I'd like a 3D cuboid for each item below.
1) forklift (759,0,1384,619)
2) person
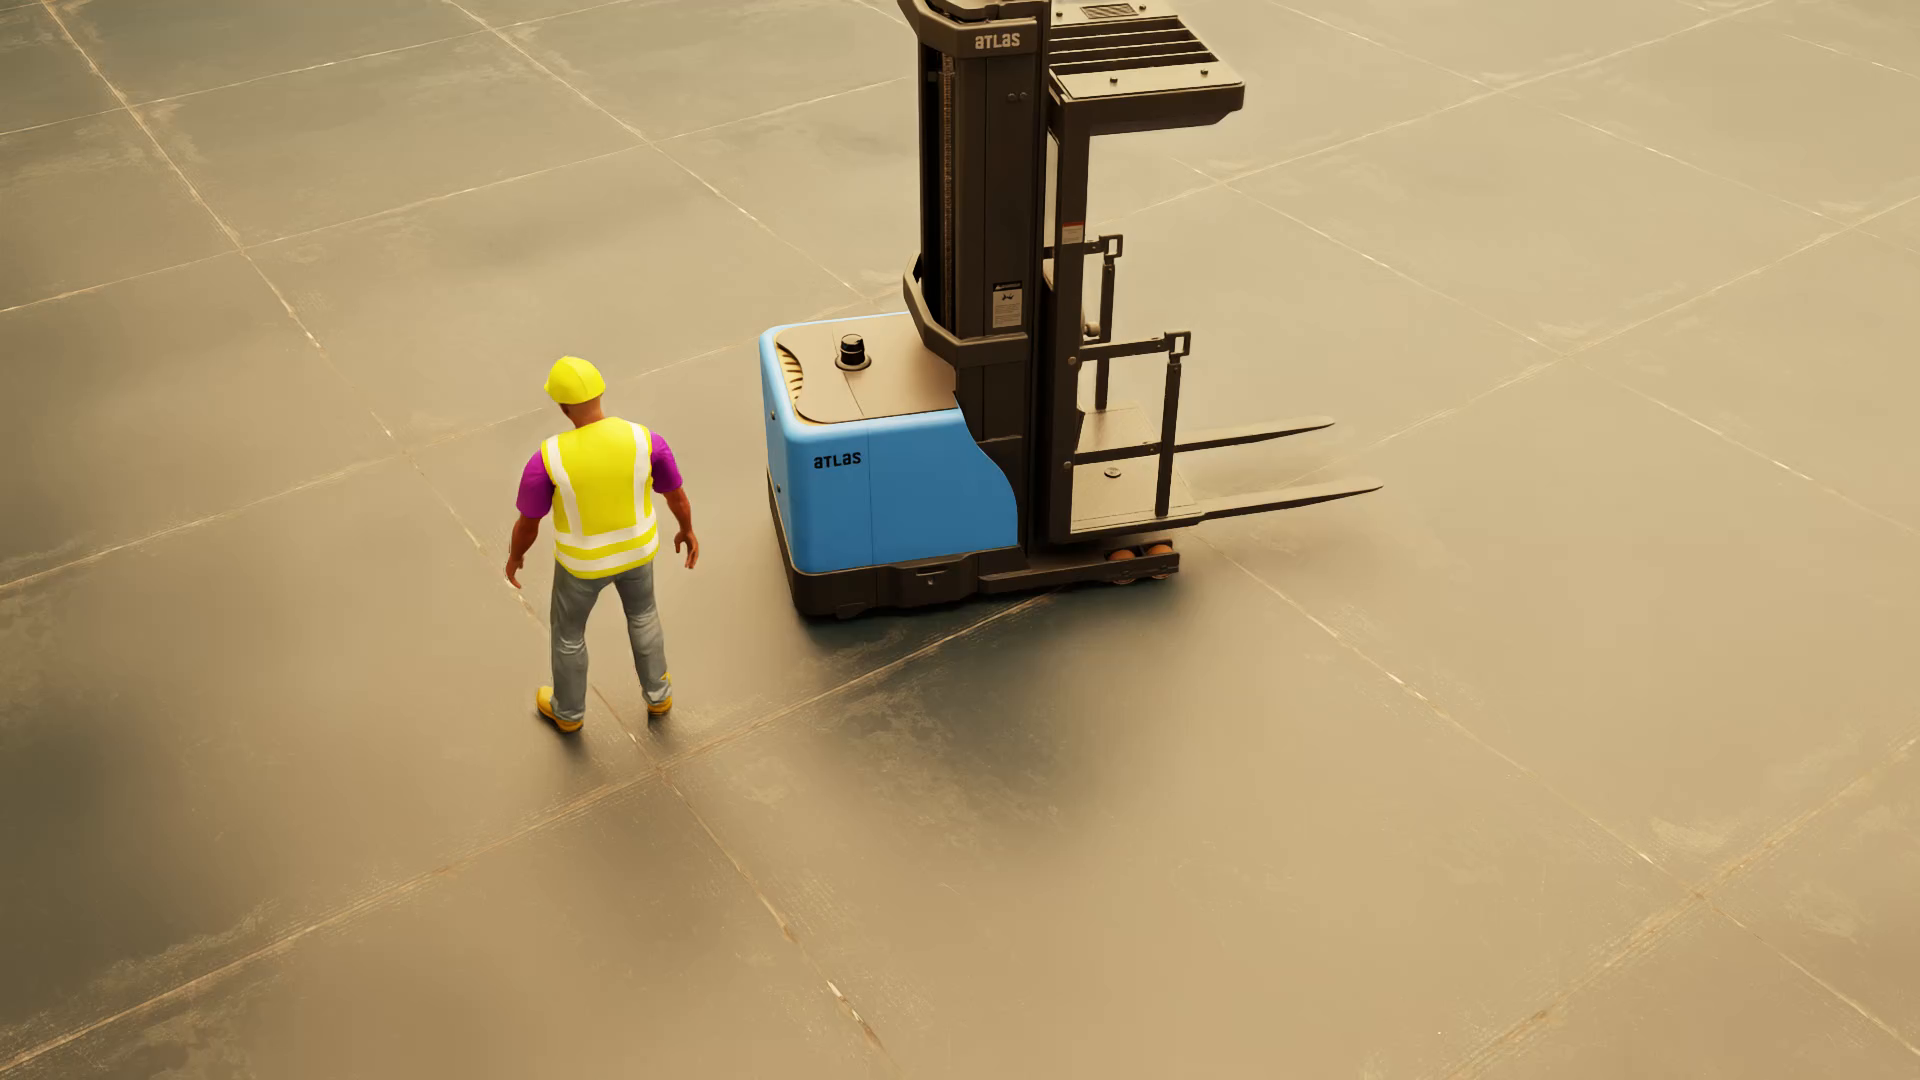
[{"bbox_3d":[0.594,-1.261,7.650,3.031,2.935,1.130,-8,37,-11],"label":"forklift"},{"bbox_3d":[-1.492,0.016,6.920,0.787,1.749,0.413,-17,40,-22],"label":"person"}]
